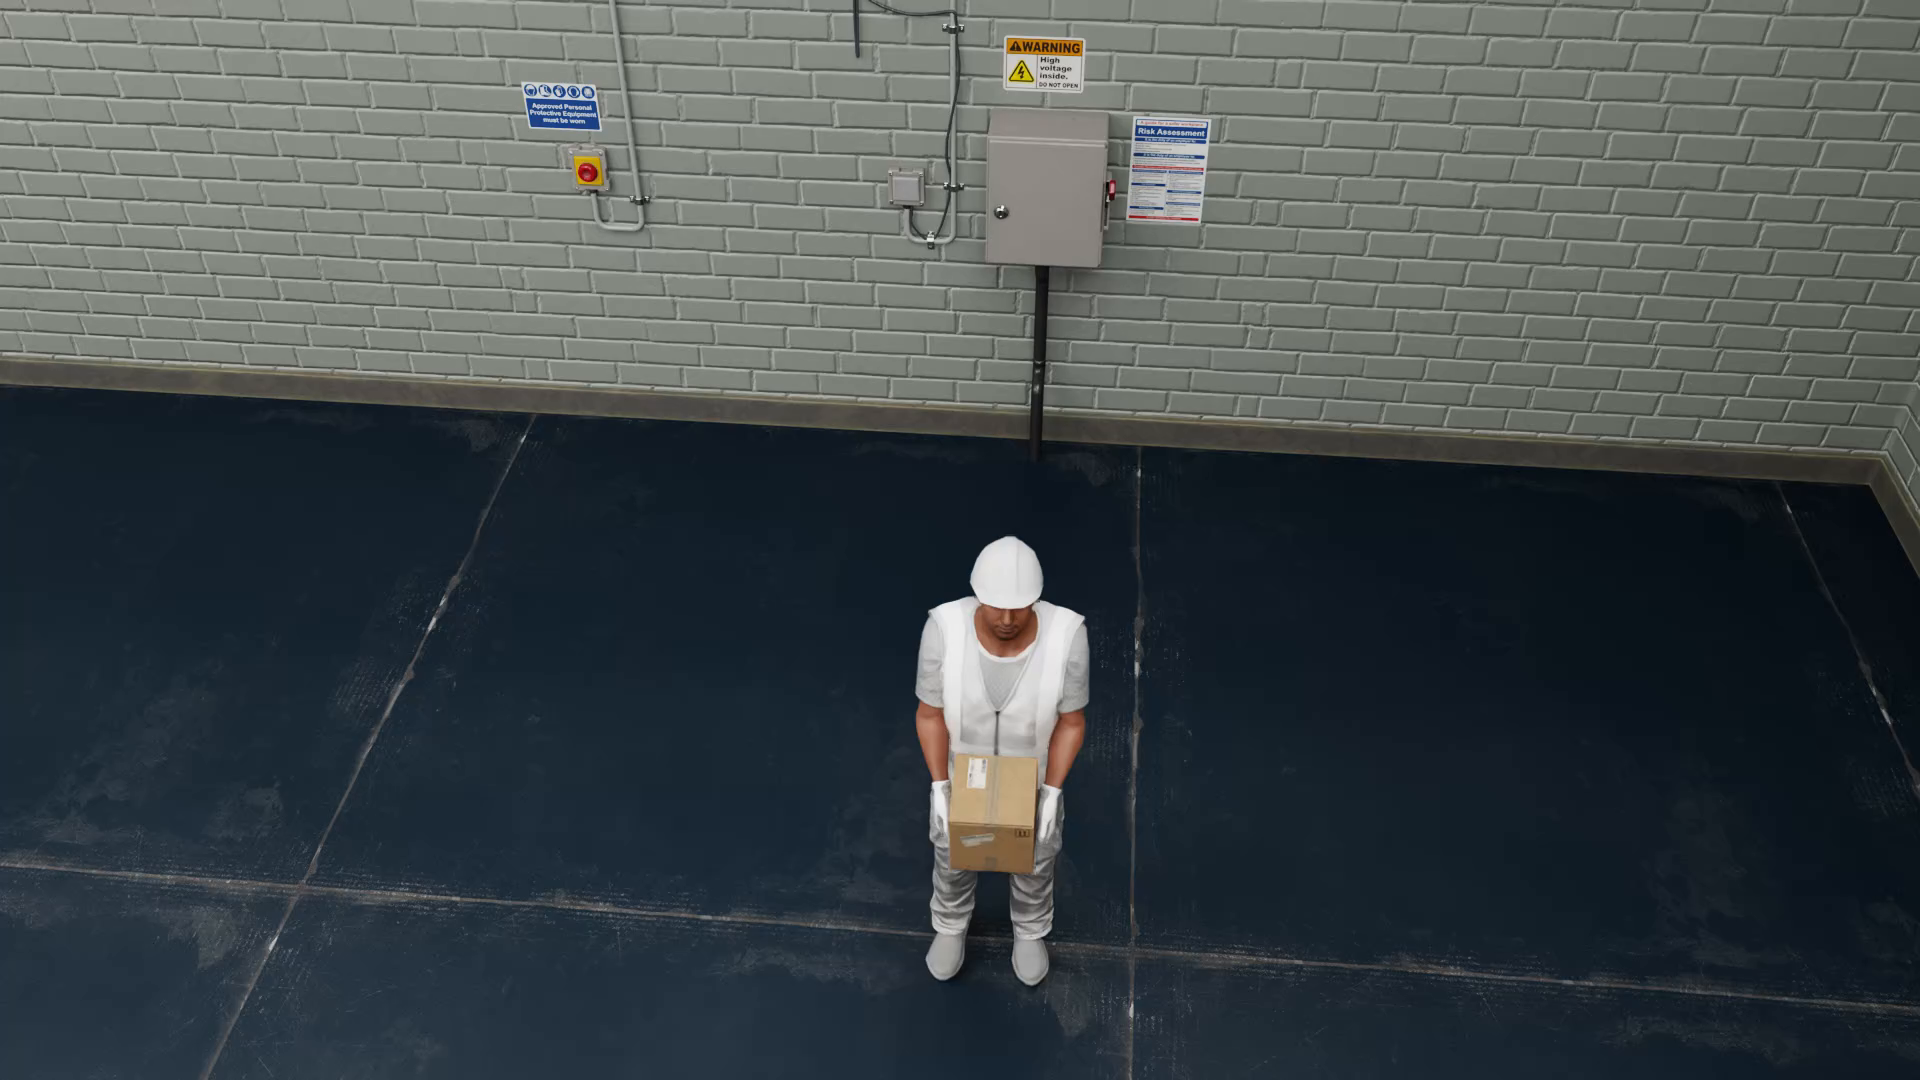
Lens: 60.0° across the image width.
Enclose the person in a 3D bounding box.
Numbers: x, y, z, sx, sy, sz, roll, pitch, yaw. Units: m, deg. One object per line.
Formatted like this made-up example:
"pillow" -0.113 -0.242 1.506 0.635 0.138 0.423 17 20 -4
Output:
"person" 0.122 0.769 5.211 0.532 1.789 0.541 3 40 3
